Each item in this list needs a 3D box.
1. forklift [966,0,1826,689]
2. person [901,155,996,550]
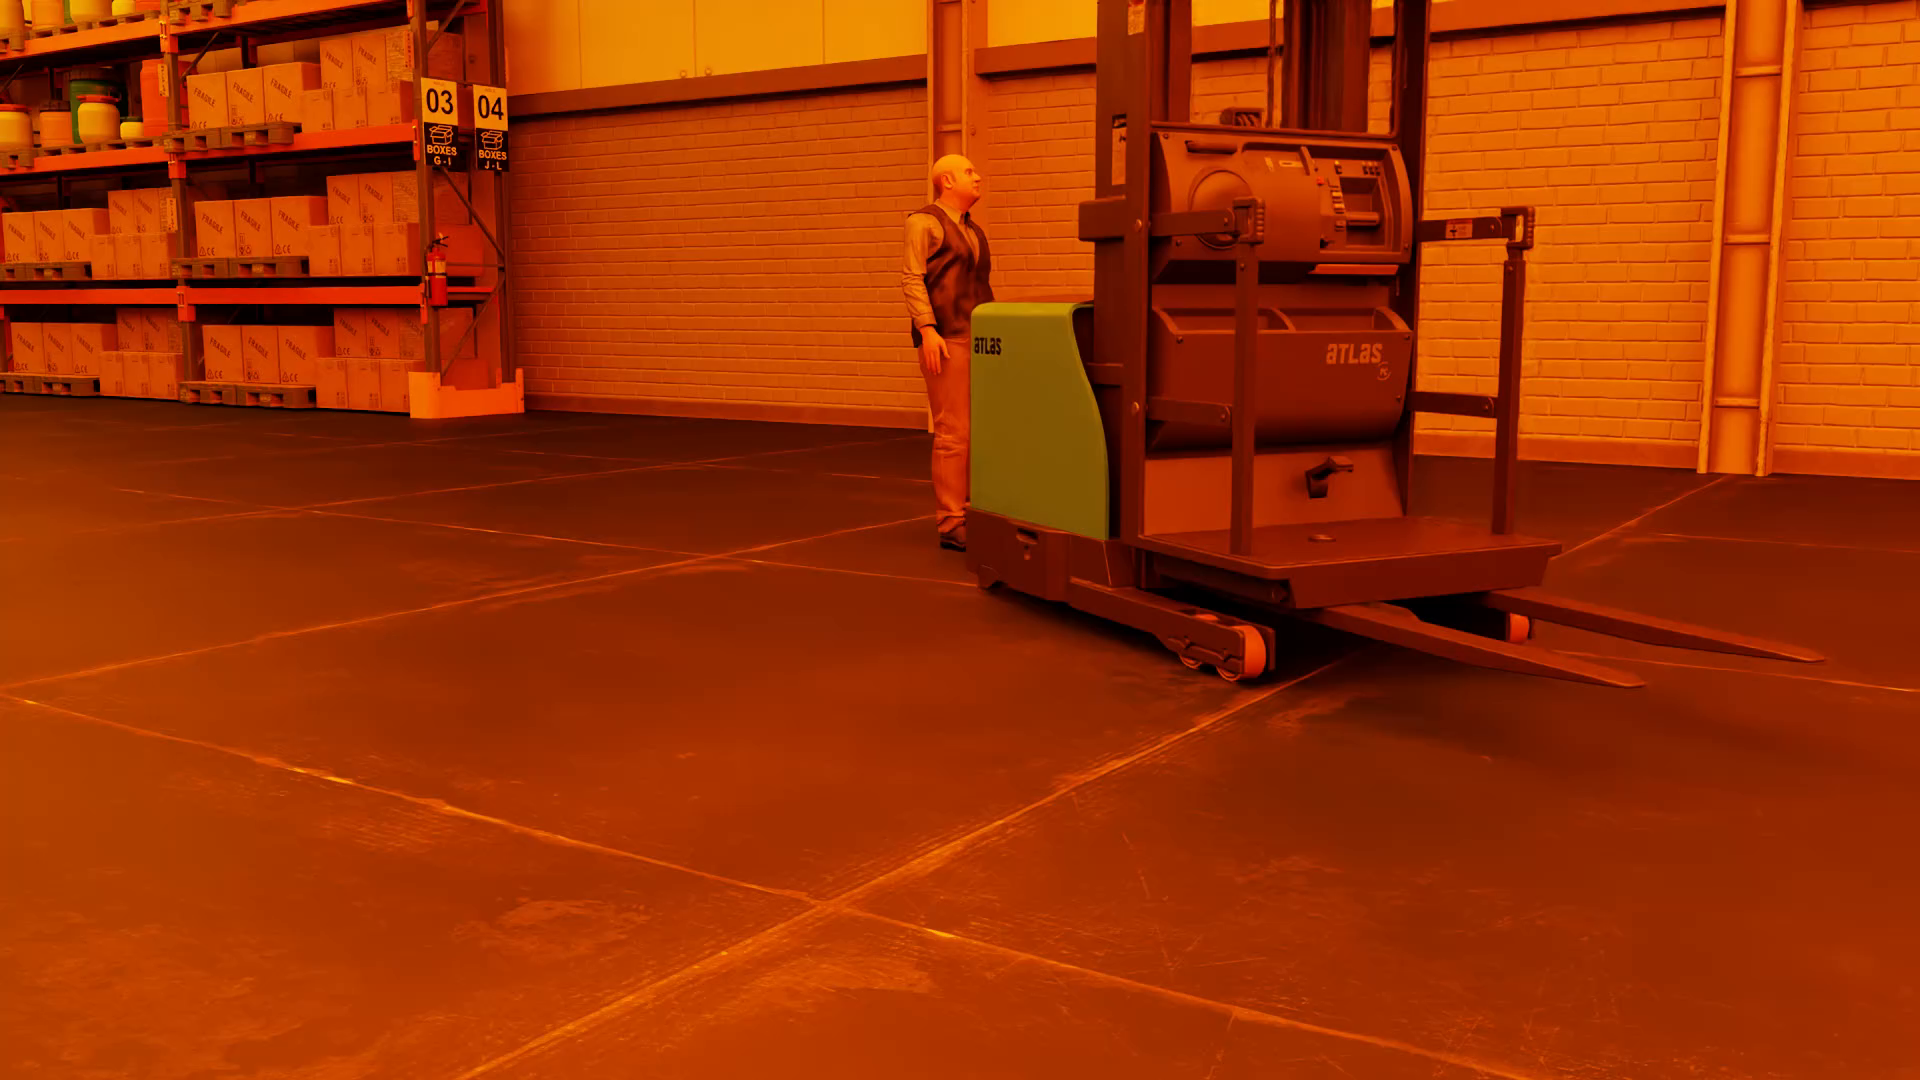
[{"bbox_3d":[1.126,-1.115,5.035,1.130,2.935,3.031,-4,9,-26],"label":"forklift"},{"bbox_3d":[0.047,-0.854,7.441,0.568,1.720,0.632,5,10,34],"label":"person"}]
